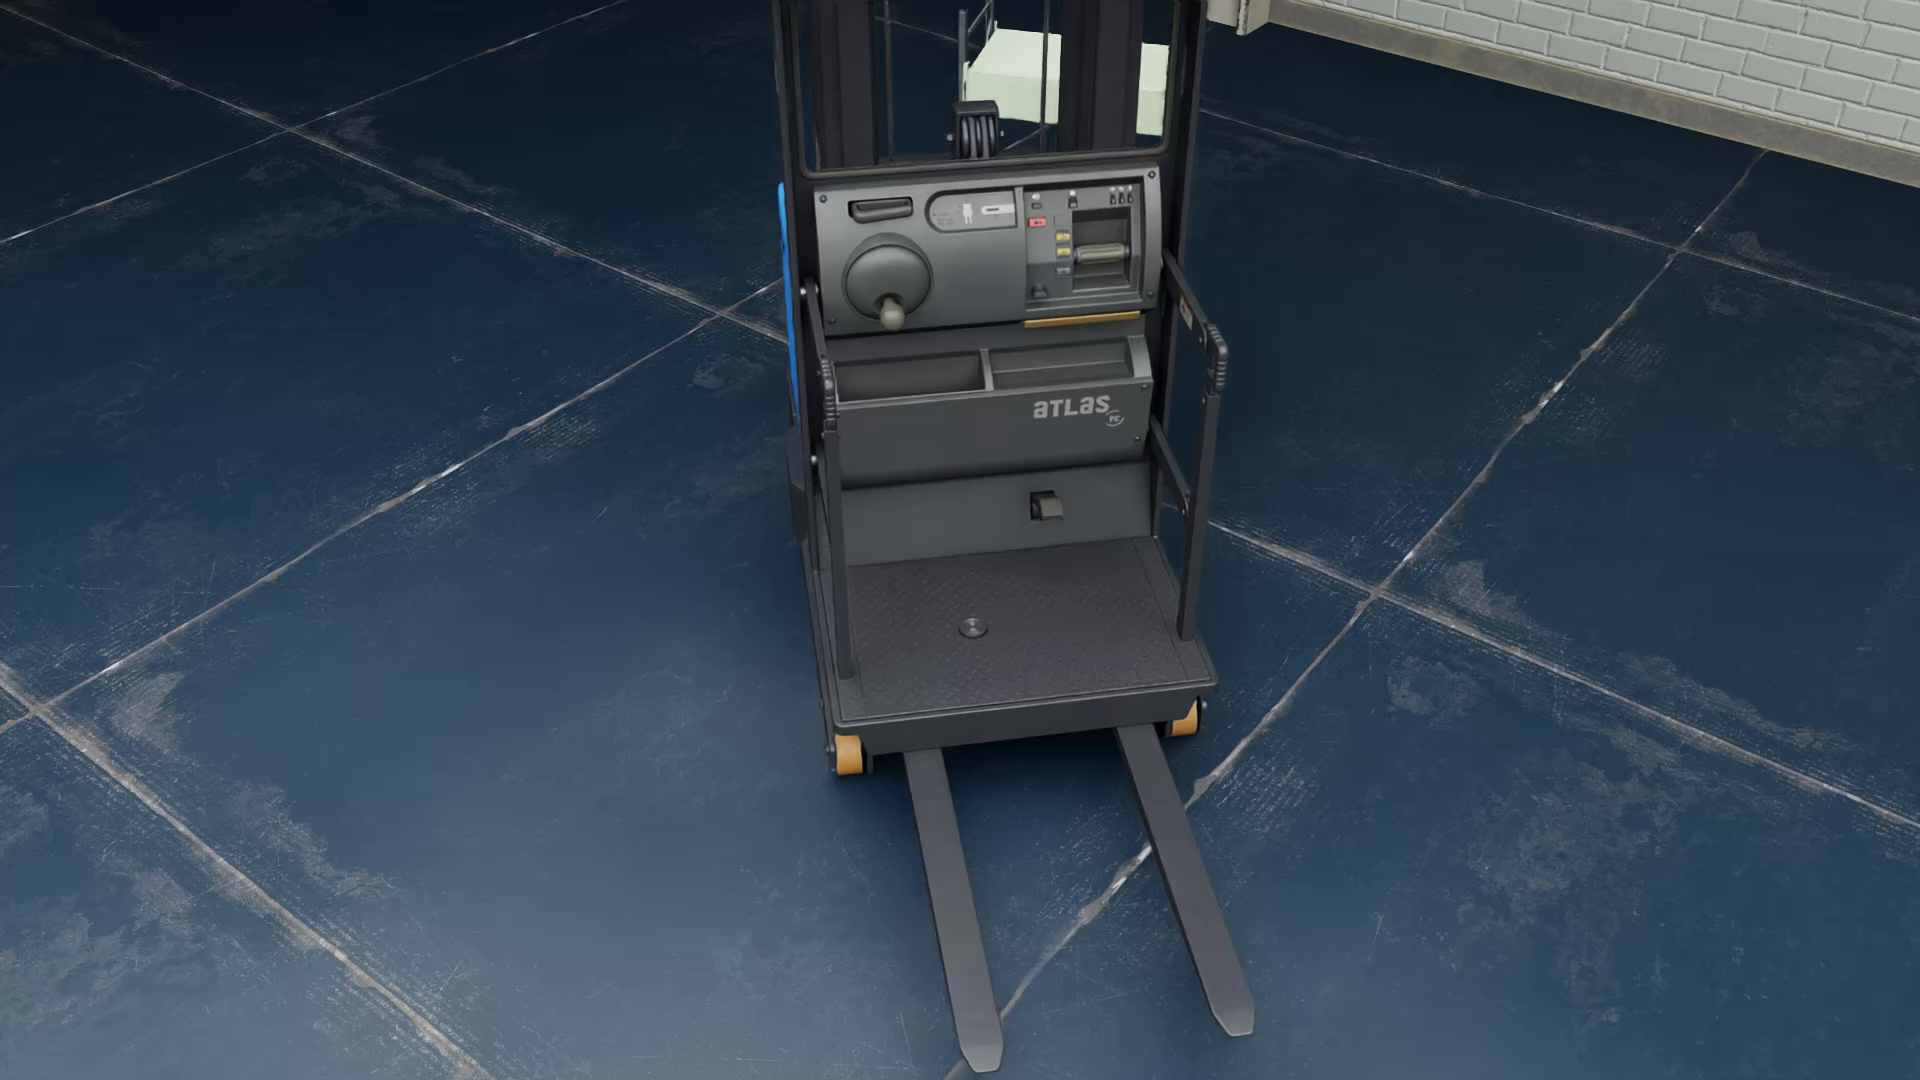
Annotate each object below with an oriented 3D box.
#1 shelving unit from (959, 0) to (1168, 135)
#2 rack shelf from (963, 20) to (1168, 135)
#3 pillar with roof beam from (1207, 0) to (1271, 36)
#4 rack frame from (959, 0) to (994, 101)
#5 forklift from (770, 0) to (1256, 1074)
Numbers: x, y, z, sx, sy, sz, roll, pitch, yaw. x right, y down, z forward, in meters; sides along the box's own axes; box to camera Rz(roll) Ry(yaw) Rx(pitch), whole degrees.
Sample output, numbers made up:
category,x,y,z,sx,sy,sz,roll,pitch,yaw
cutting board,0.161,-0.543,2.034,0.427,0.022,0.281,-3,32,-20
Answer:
category,x,y,z,sx,sy,sz,roll,pitch,yaw
shelving unit,0.412,-1.241,6.118,0.755,1.500,0.431,10,39,12
rack shelf,0.412,-1.549,5.878,0.720,0.370,0.431,10,39,12
pillar with roof beam,-1.075,-4.429,4.108,0.400,9.000,9.100,25,45,29
rack frame,0.059,-1.301,6.194,0.023,1.500,0.400,10,39,12
forklift,0.118,-0.707,4.275,1.130,2.935,3.031,-6,38,-7
